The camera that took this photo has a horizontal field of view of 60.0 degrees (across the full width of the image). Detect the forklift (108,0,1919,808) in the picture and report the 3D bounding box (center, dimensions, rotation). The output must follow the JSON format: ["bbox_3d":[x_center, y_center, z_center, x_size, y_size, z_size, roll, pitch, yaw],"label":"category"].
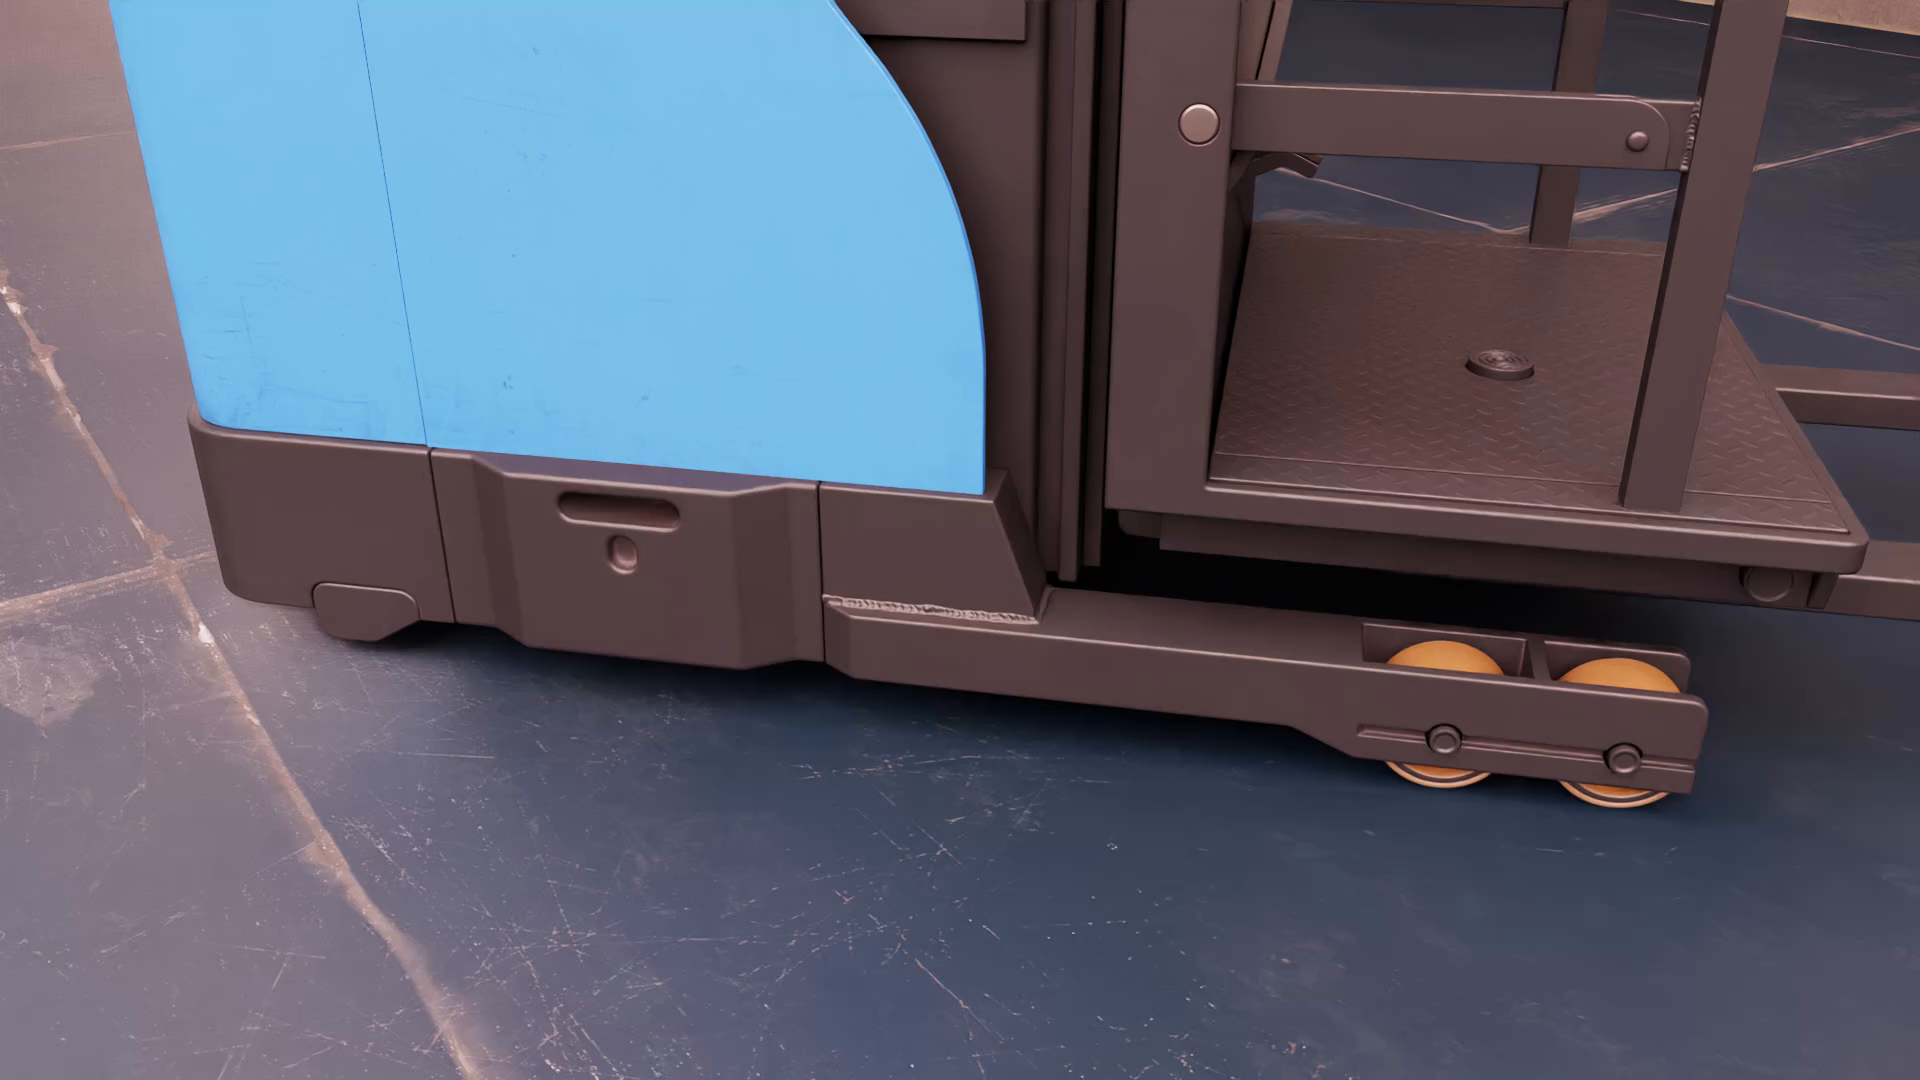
[{"bbox_3d":[0.573,-1.266,1.755,3.031,2.935,1.130,5,27,10],"label":"forklift"}]
